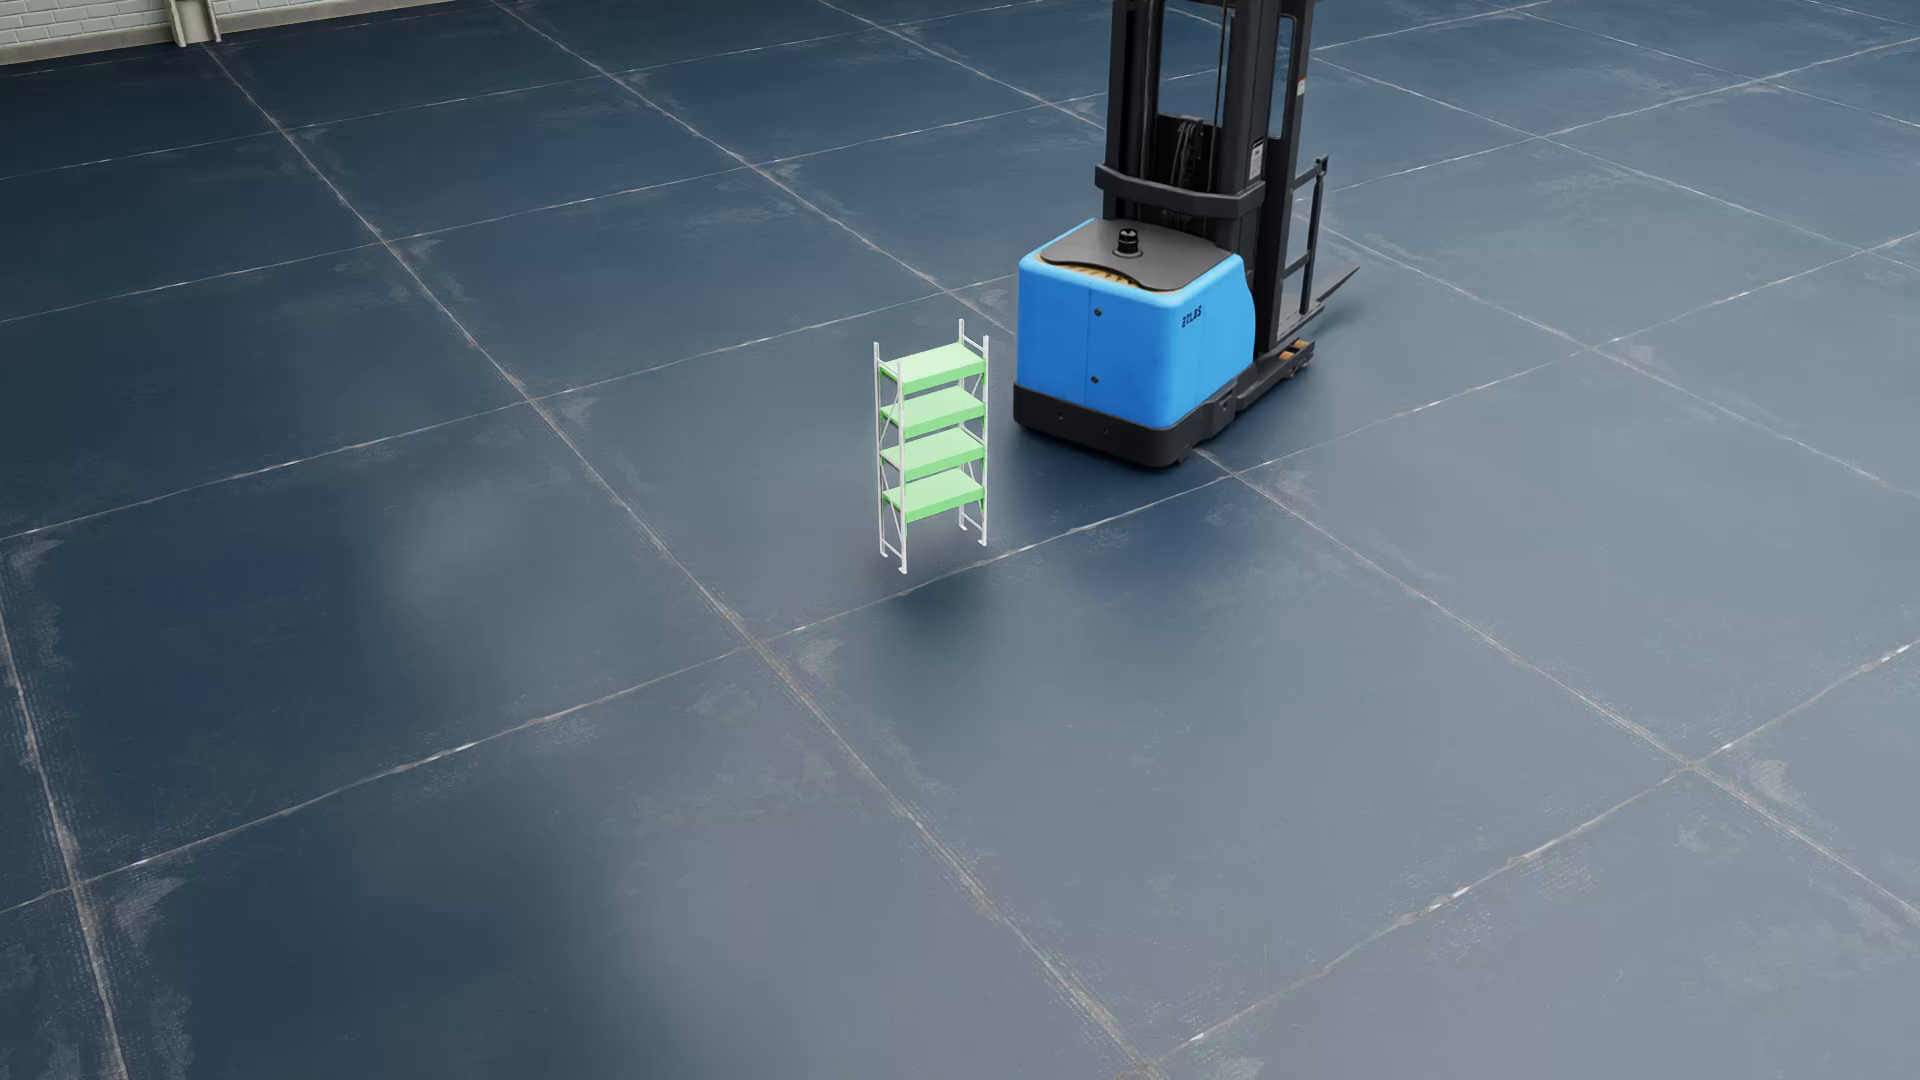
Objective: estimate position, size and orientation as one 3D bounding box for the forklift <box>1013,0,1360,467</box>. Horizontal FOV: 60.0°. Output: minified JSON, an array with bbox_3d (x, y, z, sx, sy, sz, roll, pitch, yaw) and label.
[{"bbox_3d":[1.575,-2.380,9.776,1.130,2.935,3.031,21,38,29],"label":"forklift"}]

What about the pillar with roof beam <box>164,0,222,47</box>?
[{"bbox_3d":[-5.327,-6.896,11.247,0.400,9.000,9.100,-19,37,-27],"label":"pillar with roof beam"}]

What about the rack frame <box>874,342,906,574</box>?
[{"bbox_3d":[-0.344,-0.389,8.242,0.015,1.200,0.240,-19,37,-27],"label":"rack frame"}]

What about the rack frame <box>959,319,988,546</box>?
[{"bbox_3d":[0.066,-0.530,8.466,0.015,1.200,0.240,-19,37,-27],"label":"rack frame"}]

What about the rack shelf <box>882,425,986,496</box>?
[{"bbox_3d":[-0.139,-0.406,8.388,0.480,0.148,0.258,-19,37,-27],"label":"rack shelf"}]

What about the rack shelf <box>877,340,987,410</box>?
[{"bbox_3d":[-0.139,-0.812,8.132,0.480,0.148,0.258,-19,37,-27],"label":"rack shelf"}]

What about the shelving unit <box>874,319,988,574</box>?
[{"bbox_3d":[-0.139,-0.460,8.354,0.503,1.200,0.258,-19,37,-27],"label":"shelving unit"}]

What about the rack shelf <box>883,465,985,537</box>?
[{"bbox_3d":[-0.139,-0.203,8.516,0.480,0.148,0.258,-19,37,-27],"label":"rack shelf"}]

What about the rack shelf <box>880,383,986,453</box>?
[{"bbox_3d":[-0.139,-0.609,8.260,0.480,0.148,0.258,-19,37,-27],"label":"rack shelf"}]
